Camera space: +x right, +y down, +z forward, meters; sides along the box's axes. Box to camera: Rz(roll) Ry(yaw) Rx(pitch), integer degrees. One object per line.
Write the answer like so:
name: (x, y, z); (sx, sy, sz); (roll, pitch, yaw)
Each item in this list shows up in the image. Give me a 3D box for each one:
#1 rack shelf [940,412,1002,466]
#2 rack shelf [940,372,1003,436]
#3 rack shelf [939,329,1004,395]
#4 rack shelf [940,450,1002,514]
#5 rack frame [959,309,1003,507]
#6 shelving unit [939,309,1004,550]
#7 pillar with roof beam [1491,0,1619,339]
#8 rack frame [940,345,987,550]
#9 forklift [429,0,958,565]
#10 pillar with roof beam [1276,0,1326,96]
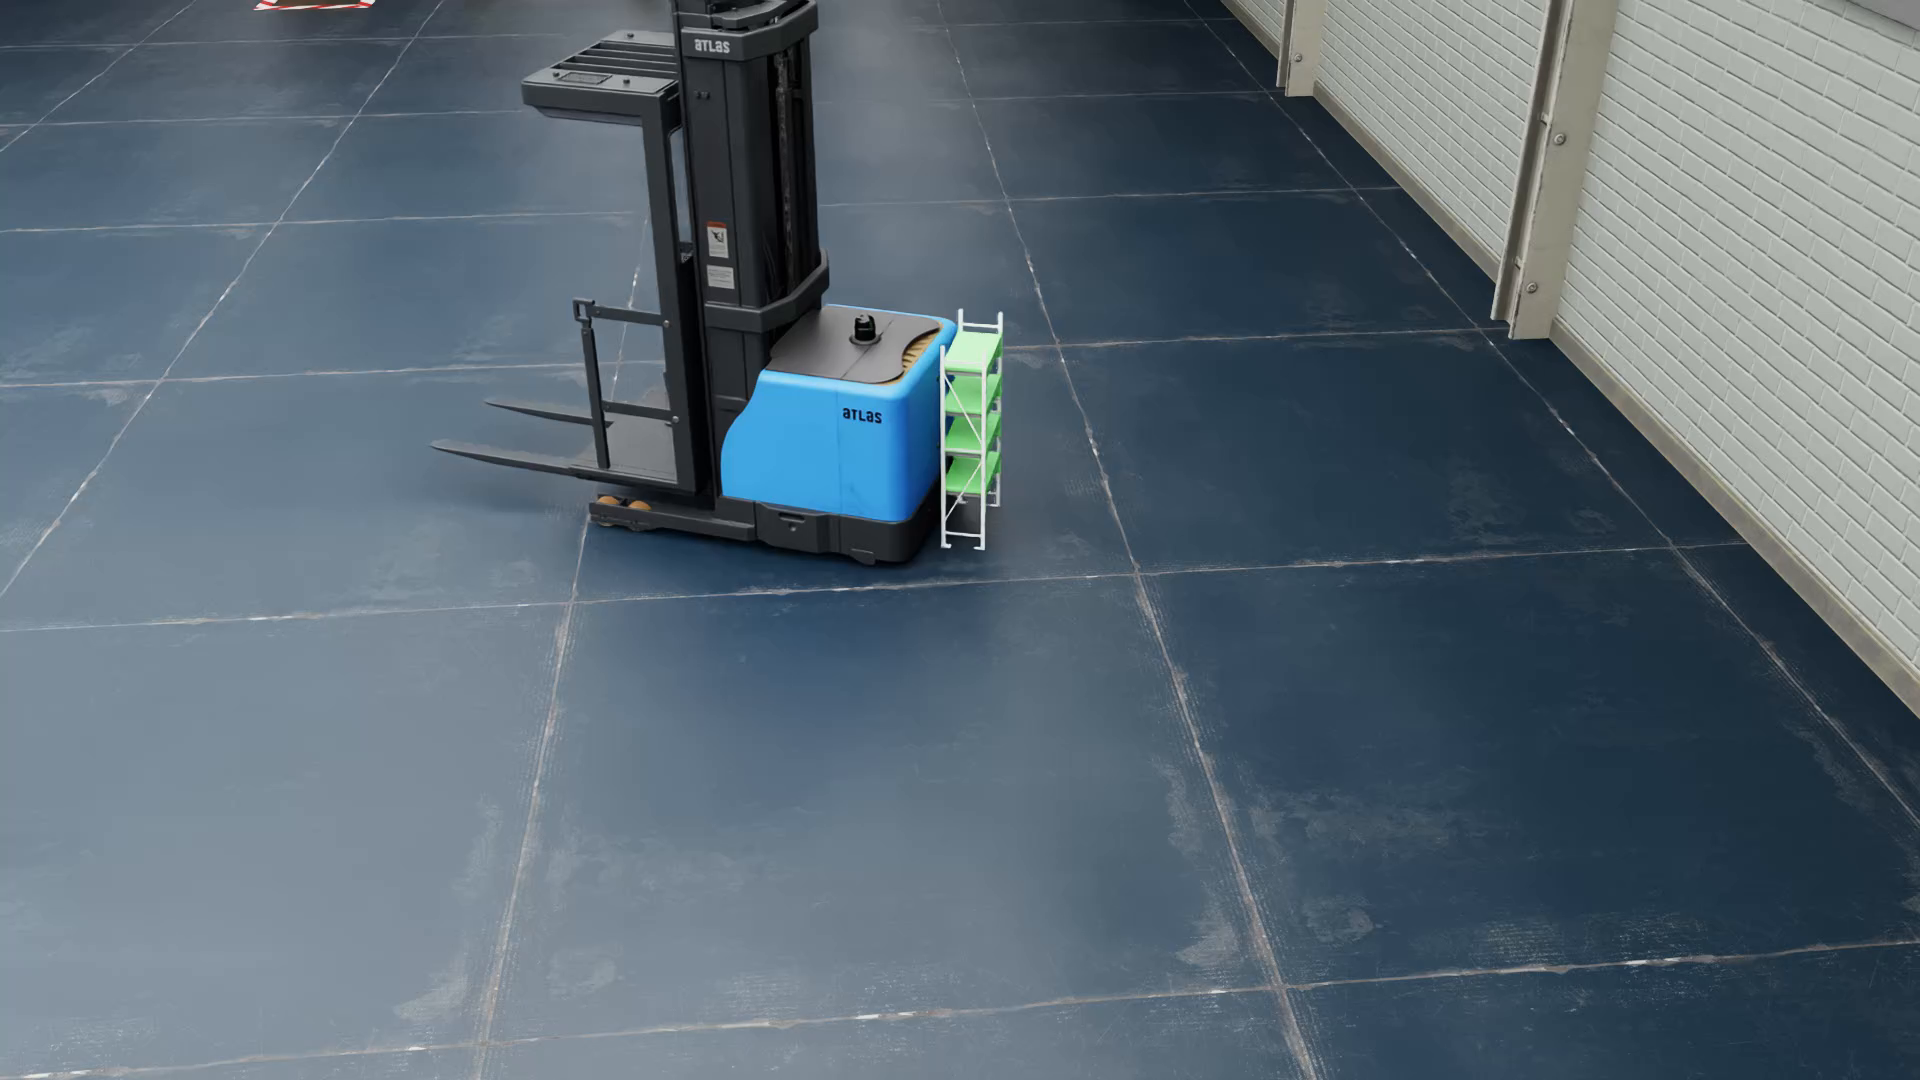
rack shelf: (0.065, -0.543, 9.113); (0.258, 0.148, 0.480); (6, 31, 9)
rack shelf: (0.065, -0.749, 8.990); (0.258, 0.148, 0.480); (6, 31, 9)
rack shelf: (0.065, -0.955, 8.867); (0.258, 0.148, 0.480); (6, 31, 9)
rack shelf: (0.065, -0.337, 9.237); (0.258, 0.148, 0.480); (6, 31, 9)
rack frame: (0.111, -0.721, 9.286); (0.240, 1.200, 0.015); (6, 31, 9)
shelving unit: (0.065, -0.598, 9.081); (0.258, 1.200, 0.503); (6, 31, 9)
pillar with roof beam: (-0.311, -5.164, 9.120); (9.100, 9.000, 0.400); (-3, 31, -5)
rack frame: (0.018, -0.475, 8.875); (0.240, 1.200, 0.015); (6, 31, 9)
forklift: (-1.571, -1.553, 8.992); (3.031, 2.935, 1.130); (9, 32, 15)
pillar with roof beam: (-0.872, -8.227, 14.249); (9.100, 9.000, 0.400); (-3, 31, -5)
